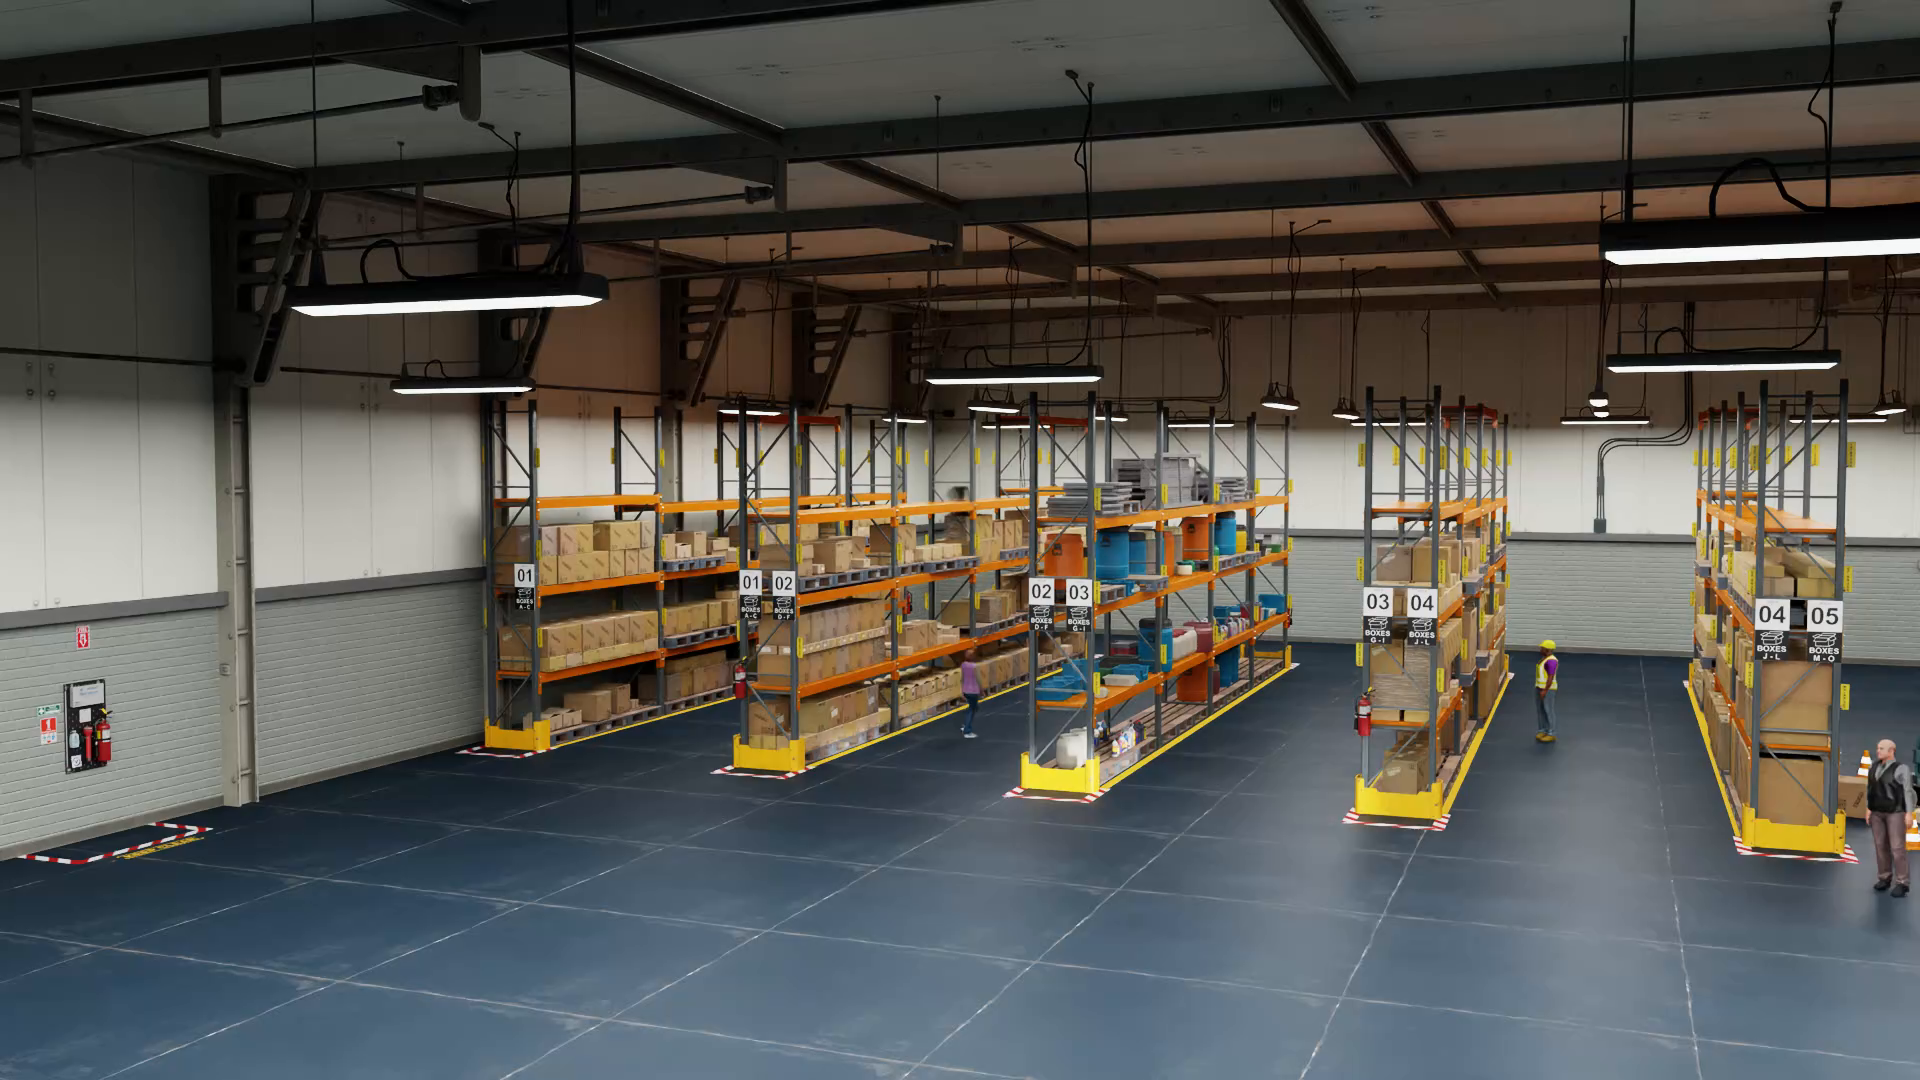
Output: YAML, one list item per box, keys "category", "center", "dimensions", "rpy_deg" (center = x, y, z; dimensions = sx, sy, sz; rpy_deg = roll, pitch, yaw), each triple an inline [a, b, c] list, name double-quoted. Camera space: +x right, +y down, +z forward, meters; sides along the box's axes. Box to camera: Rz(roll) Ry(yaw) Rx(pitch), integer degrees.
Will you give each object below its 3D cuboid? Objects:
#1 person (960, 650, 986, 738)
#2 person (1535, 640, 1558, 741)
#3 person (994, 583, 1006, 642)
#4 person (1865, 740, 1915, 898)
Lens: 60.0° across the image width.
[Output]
- category: "person"
  center: [0.232, 2.741, 29.611]
  dimensions: [0.420, 1.579, 0.403]
  rpy_deg: [-2, 3, -33]
- category: "person"
  center: [10.387, 2.655, 29.532]
  dimensions: [0.467, 1.773, 0.578]
  rpy_deg: [-1, 3, -13]
- category: "person"
  center: [0.999, 1.938, 45.101]
  dimensions: [0.471, 1.658, 0.705]
  rpy_deg: [-3, 4, -43]
- category: "person"
  center: [10.735, 3.194, 19.241]
  dimensions: [0.439, 1.735, 0.649]
  rpy_deg: [-1, 3, -21]
